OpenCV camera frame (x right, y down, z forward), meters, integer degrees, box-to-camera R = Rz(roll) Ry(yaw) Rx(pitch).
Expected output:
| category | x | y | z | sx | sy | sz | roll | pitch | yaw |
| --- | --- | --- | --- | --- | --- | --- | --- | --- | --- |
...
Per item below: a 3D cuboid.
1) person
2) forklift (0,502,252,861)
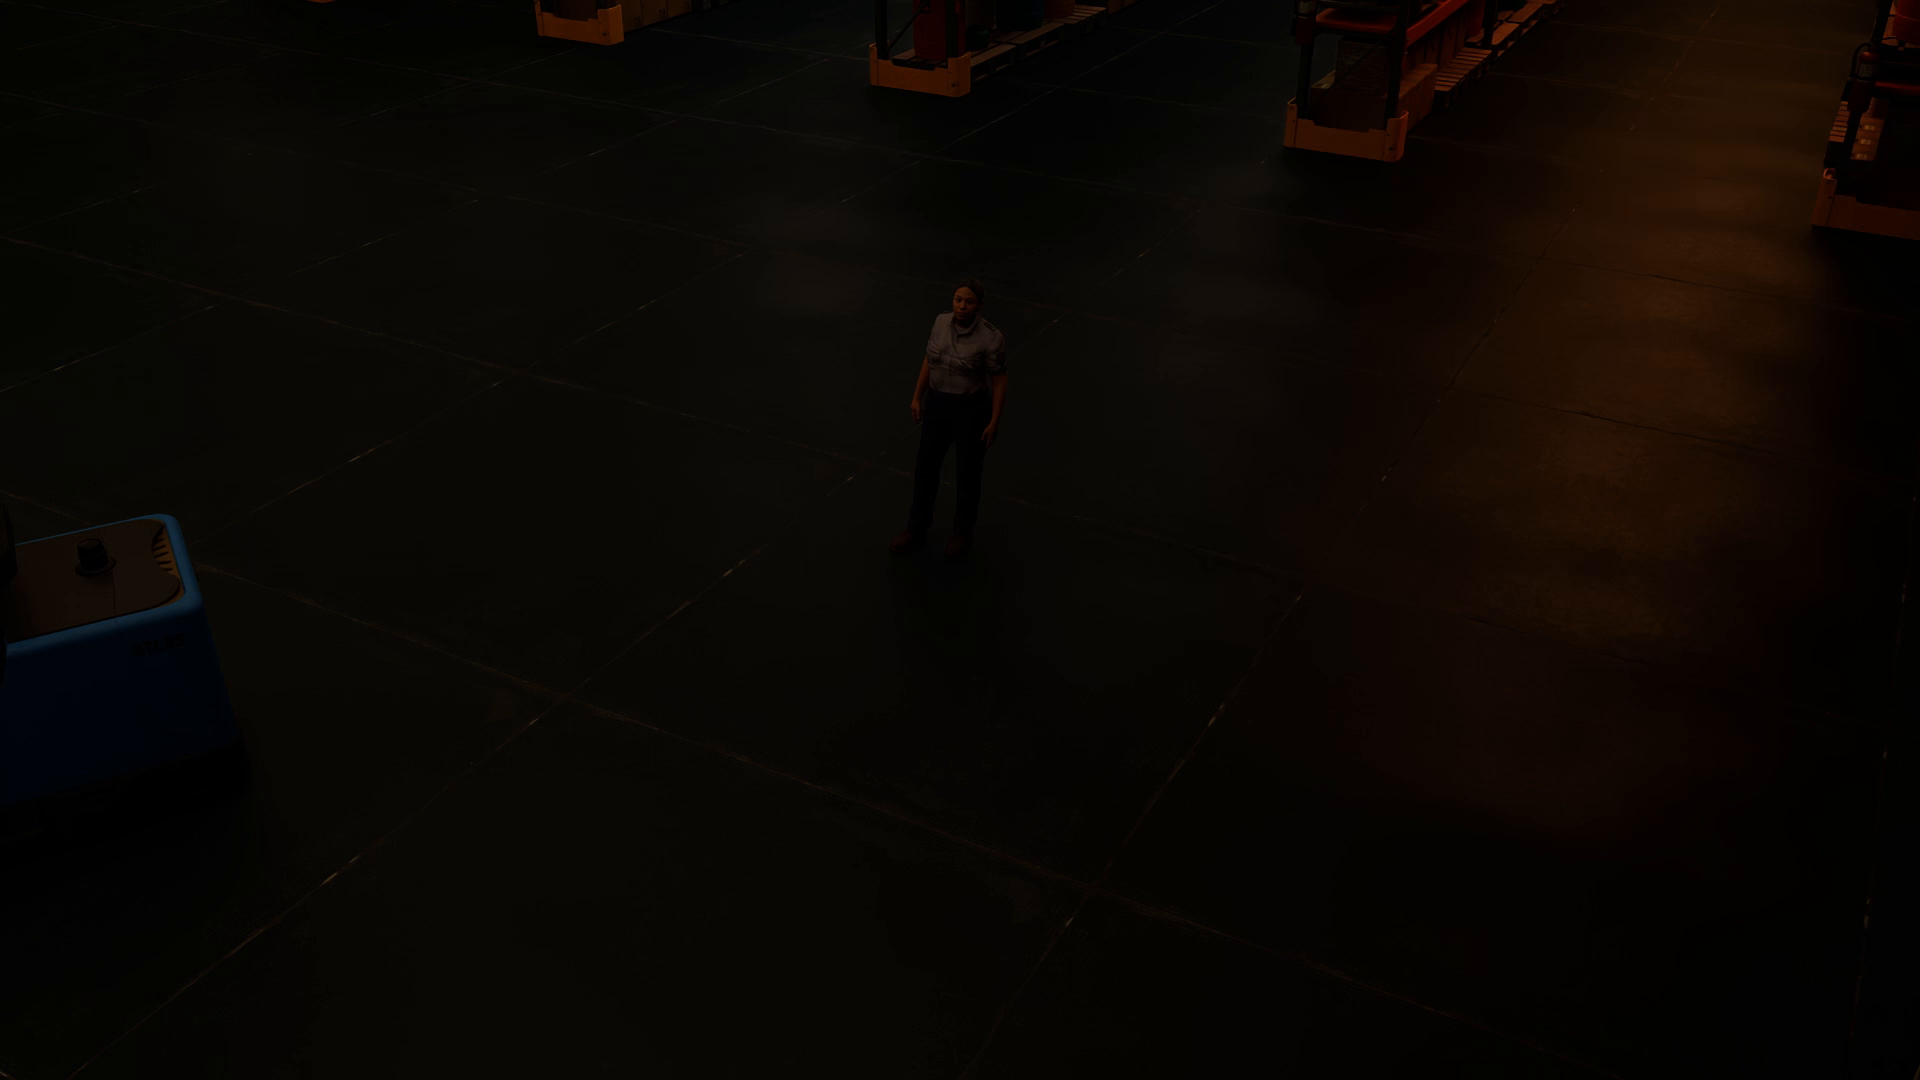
| category | x | y | z | sx | sy | sz | roll | pitch | yaw |
| --- | --- | --- | --- | --- | --- | --- | --- | --- | --- |
| person | -0.064 | -0.686 | 9.529 | 0.598 | 1.651 | 0.502 | 15 | 33 | 25 |
| forklift | -4.915 | 0.081 | 6.931 | 3.031 | 2.935 | 1.130 | -16 | 33 | -25 |
